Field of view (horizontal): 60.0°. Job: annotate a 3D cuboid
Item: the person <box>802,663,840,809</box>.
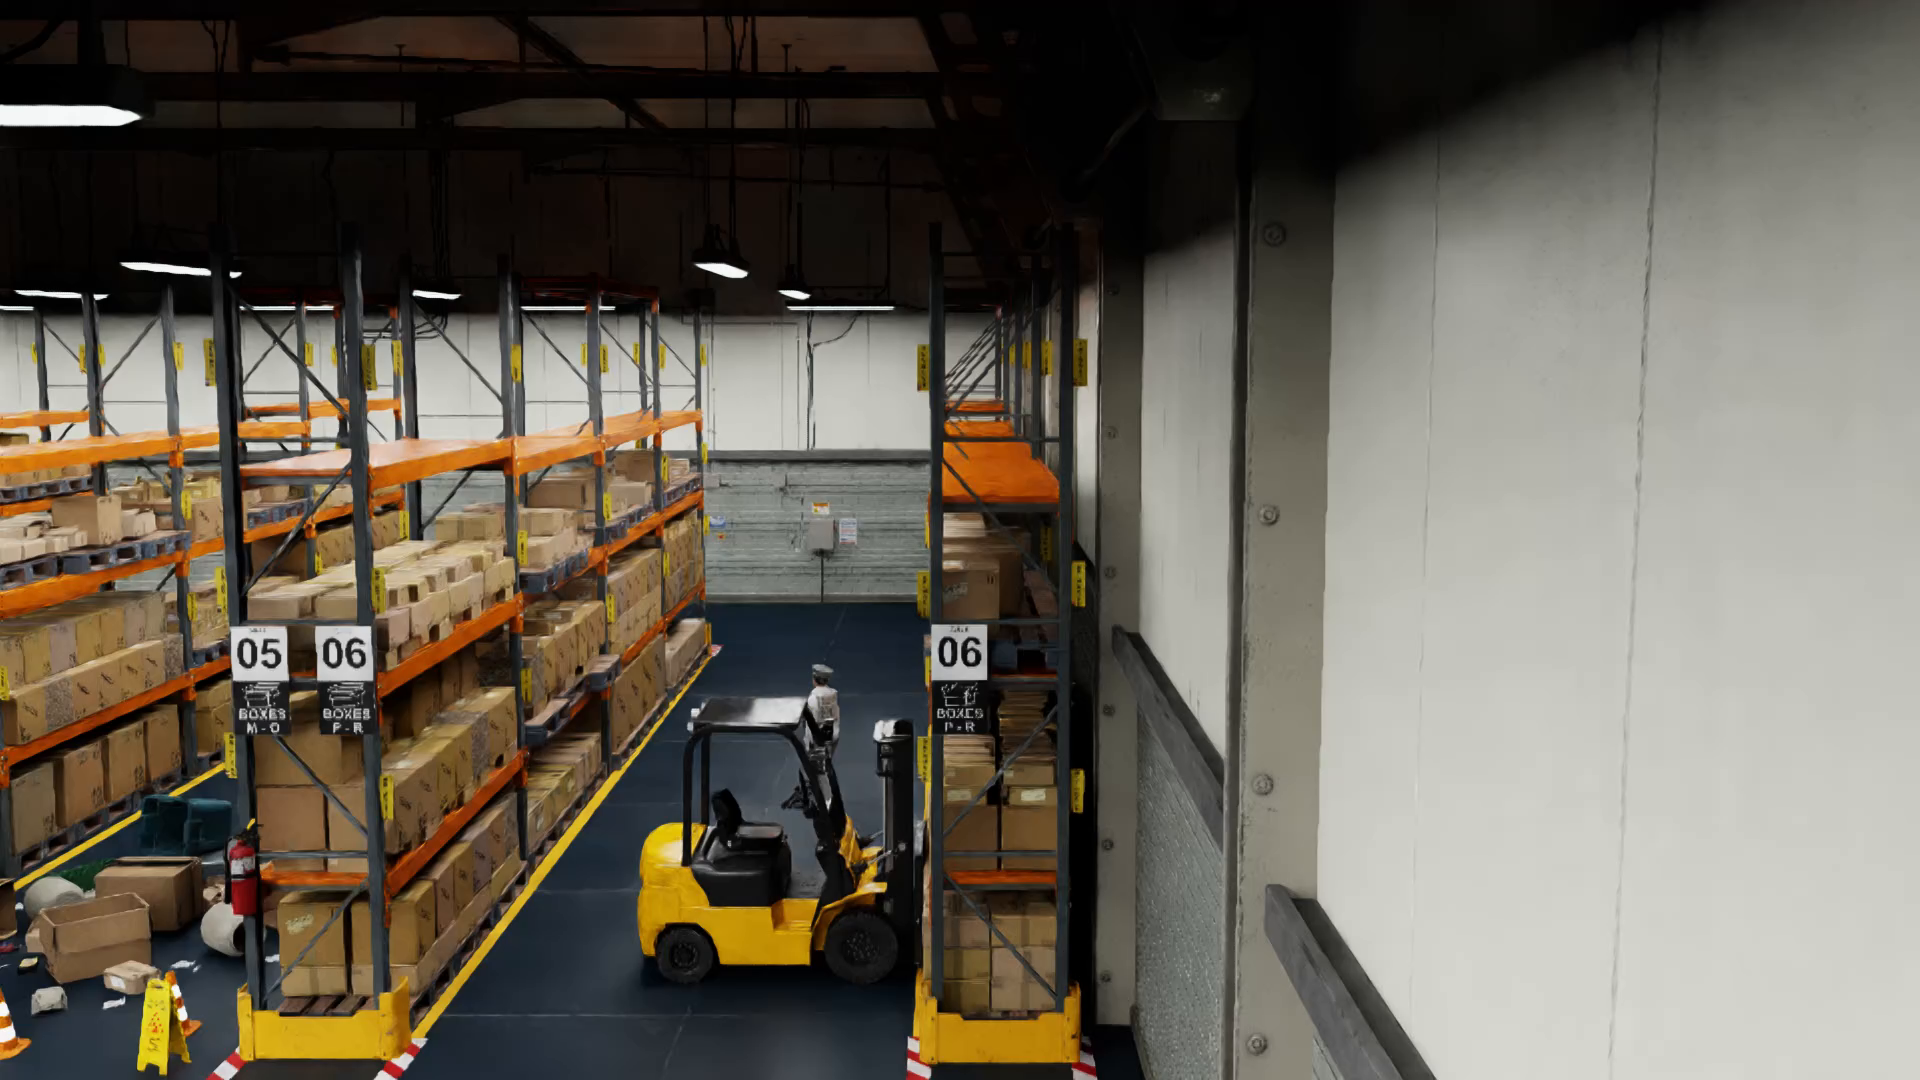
[{"bbox_3d":[-1.535,2.194,18.316,0.550,1.663,0.586,3,7,25],"label":"person"}]
